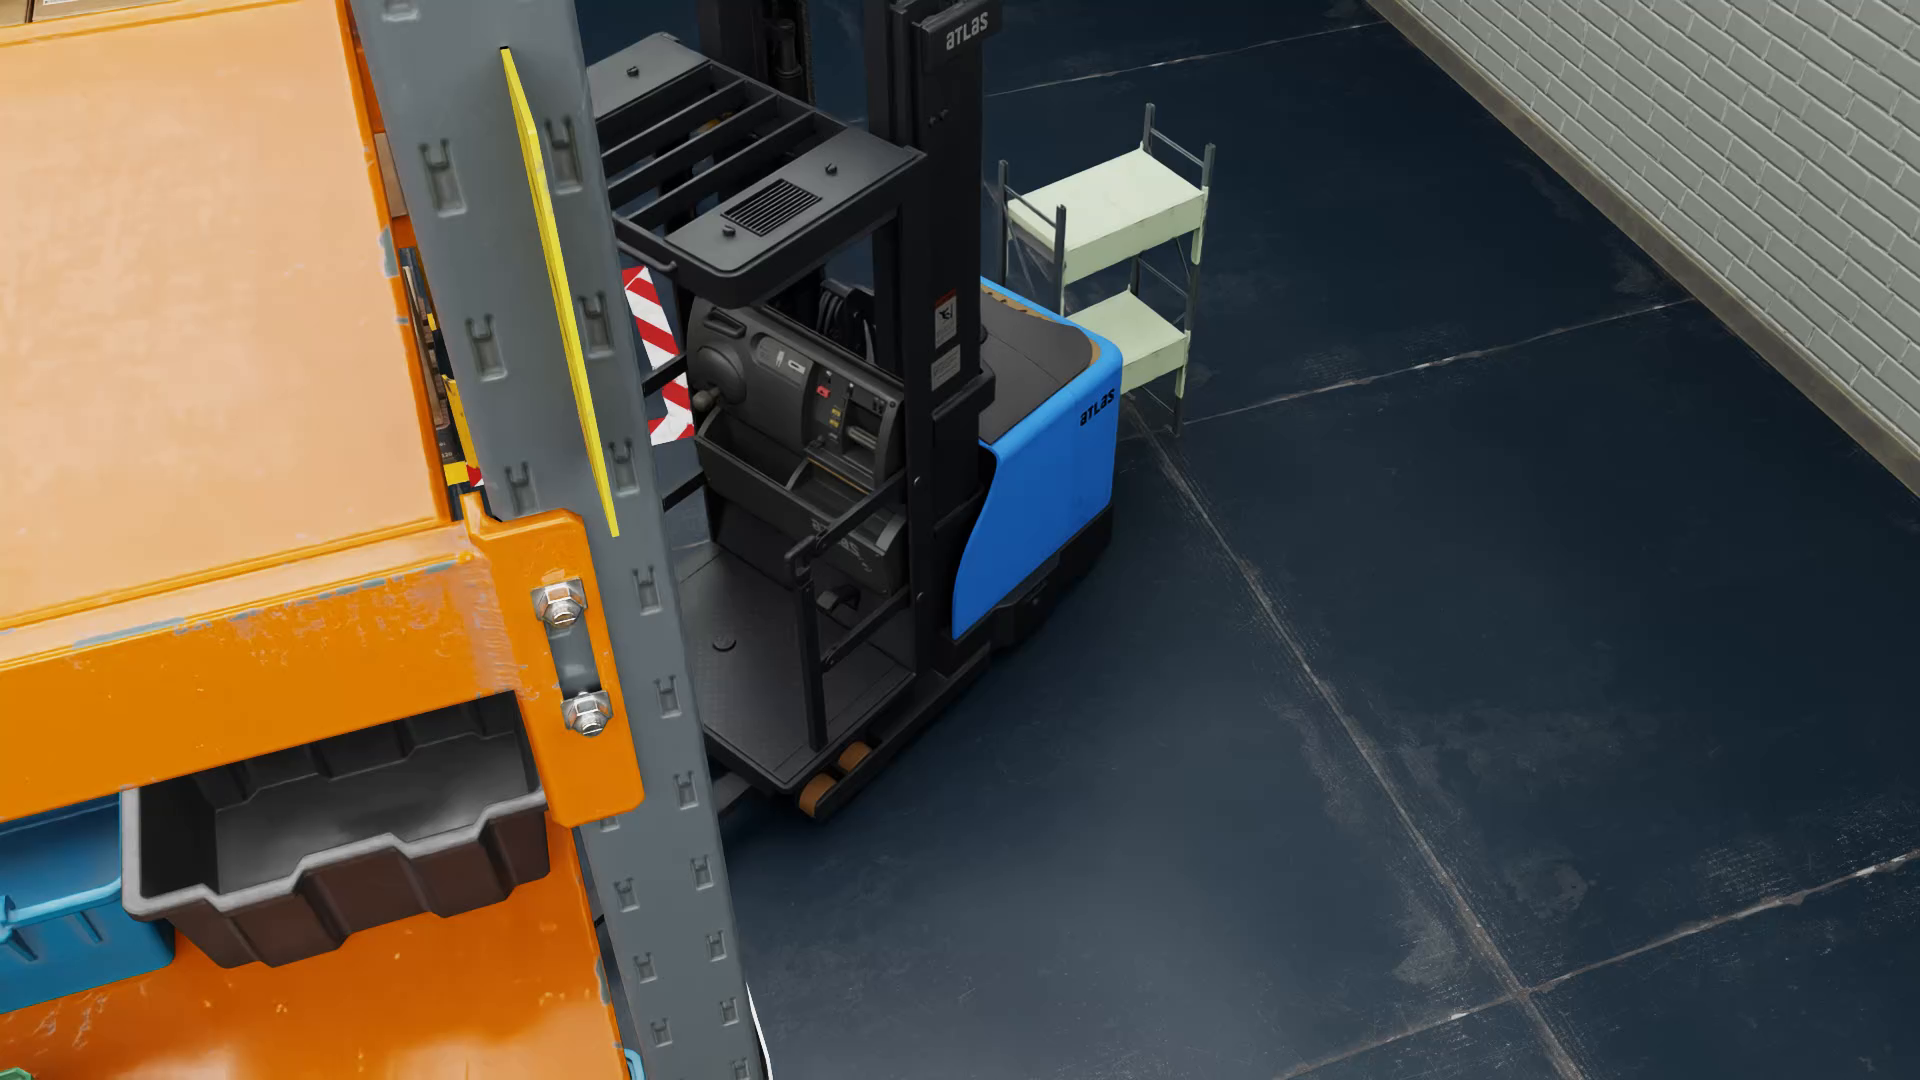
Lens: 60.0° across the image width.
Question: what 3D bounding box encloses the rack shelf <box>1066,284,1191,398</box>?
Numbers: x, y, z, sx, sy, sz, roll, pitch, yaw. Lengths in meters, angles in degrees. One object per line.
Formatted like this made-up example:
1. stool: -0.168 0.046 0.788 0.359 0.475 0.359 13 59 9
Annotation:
1. rack shelf: 0.572 -0.734 7.192 0.720 0.370 0.431 -26 51 -24

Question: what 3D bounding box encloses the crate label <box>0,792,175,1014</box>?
1. crate label: -1.437 0.493 2.437 0.502 0.251 0.408 -14 47 -14

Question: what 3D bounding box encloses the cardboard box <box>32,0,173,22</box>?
1. cardboard box: -2.938 -1.784 5.943 0.500 0.500 0.500 -13 47 -13

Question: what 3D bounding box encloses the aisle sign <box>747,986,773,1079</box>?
1. aisle sign: -0.292 0.753 2.356 0.004 0.787 0.394 -14 47 -14

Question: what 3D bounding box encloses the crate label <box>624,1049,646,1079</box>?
1. crate label: -0.803 1.371 3.651 0.303 0.233 0.416 -14 47 -14

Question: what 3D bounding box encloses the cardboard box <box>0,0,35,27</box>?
1. cardboard box: -3.424 -1.656 5.816 0.500 0.500 0.500 -13 47 -13

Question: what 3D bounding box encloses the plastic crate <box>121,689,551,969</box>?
1. plastic crate: -0.916 0.387 2.530 0.590 0.269 0.497 -14 47 -14

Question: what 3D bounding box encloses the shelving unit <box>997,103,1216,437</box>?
1. shelving unit: 0.572 -0.964 6.961 0.755 1.500 0.431 -26 51 -24

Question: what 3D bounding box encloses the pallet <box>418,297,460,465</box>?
1. pallet: -2.959 -0.613 7.521 1.213 0.211 1.003 -14 47 -14

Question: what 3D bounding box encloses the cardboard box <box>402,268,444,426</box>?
1. cardboard box: -2.565 -0.786 7.179 0.500 0.500 0.500 -14 47 -14

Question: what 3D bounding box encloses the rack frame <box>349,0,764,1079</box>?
1. rack frame: -0.459 -0.625 1.329 0.127 3.000 1.000 -14 47 -14

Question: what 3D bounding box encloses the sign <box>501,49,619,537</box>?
1. sign: -0.257 -0.148 1.082 0.005 0.325 0.100 -14 47 -14

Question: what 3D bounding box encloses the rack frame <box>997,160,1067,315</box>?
1. rack frame: 0.273 -0.815 6.813 0.023 1.500 0.400 -26 51 -24

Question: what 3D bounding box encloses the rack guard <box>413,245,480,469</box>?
1. rack guard: -2.209 -0.907 7.611 0.348 0.500 1.175 -14 47 -14

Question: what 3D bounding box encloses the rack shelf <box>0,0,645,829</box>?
1. rack shelf: -2.340 0.251 1.246 4.000 0.370 1.077 -14 47 -14

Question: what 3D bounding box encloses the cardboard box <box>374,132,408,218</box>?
1. cardboard box: -2.466 -1.554 6.420 0.500 0.500 0.500 -13 47 -13

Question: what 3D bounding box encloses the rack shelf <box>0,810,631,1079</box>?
1. rack shelf: -2.340 1.169 2.167 4.000 0.370 1.077 -14 47 -14

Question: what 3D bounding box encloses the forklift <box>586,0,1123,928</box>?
1. forklift: -0.701 -0.427 5.416 1.130 2.935 3.031 31 53 27

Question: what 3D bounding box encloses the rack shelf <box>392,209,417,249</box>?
1. rack shelf: -4.019 -1.073 6.519 4.000 0.370 1.077 -14 47 -14

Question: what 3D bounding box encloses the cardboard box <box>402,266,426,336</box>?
1. cardboard box: -2.648 -1.085 7.725 0.250 0.149 0.380 -14 47 -14

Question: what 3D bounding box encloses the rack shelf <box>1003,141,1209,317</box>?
1. rack shelf: 0.572 -1.239 6.685 0.720 0.370 0.431 -26 51 -24

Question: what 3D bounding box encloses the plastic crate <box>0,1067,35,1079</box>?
1. plastic crate: -1.290 0.936 2.040 0.336 0.188 0.450 -14 47 -14

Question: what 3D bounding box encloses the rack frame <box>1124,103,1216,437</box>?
1. rack frame: 0.872 -1.113 7.110 0.023 1.500 0.400 -26 51 -24
